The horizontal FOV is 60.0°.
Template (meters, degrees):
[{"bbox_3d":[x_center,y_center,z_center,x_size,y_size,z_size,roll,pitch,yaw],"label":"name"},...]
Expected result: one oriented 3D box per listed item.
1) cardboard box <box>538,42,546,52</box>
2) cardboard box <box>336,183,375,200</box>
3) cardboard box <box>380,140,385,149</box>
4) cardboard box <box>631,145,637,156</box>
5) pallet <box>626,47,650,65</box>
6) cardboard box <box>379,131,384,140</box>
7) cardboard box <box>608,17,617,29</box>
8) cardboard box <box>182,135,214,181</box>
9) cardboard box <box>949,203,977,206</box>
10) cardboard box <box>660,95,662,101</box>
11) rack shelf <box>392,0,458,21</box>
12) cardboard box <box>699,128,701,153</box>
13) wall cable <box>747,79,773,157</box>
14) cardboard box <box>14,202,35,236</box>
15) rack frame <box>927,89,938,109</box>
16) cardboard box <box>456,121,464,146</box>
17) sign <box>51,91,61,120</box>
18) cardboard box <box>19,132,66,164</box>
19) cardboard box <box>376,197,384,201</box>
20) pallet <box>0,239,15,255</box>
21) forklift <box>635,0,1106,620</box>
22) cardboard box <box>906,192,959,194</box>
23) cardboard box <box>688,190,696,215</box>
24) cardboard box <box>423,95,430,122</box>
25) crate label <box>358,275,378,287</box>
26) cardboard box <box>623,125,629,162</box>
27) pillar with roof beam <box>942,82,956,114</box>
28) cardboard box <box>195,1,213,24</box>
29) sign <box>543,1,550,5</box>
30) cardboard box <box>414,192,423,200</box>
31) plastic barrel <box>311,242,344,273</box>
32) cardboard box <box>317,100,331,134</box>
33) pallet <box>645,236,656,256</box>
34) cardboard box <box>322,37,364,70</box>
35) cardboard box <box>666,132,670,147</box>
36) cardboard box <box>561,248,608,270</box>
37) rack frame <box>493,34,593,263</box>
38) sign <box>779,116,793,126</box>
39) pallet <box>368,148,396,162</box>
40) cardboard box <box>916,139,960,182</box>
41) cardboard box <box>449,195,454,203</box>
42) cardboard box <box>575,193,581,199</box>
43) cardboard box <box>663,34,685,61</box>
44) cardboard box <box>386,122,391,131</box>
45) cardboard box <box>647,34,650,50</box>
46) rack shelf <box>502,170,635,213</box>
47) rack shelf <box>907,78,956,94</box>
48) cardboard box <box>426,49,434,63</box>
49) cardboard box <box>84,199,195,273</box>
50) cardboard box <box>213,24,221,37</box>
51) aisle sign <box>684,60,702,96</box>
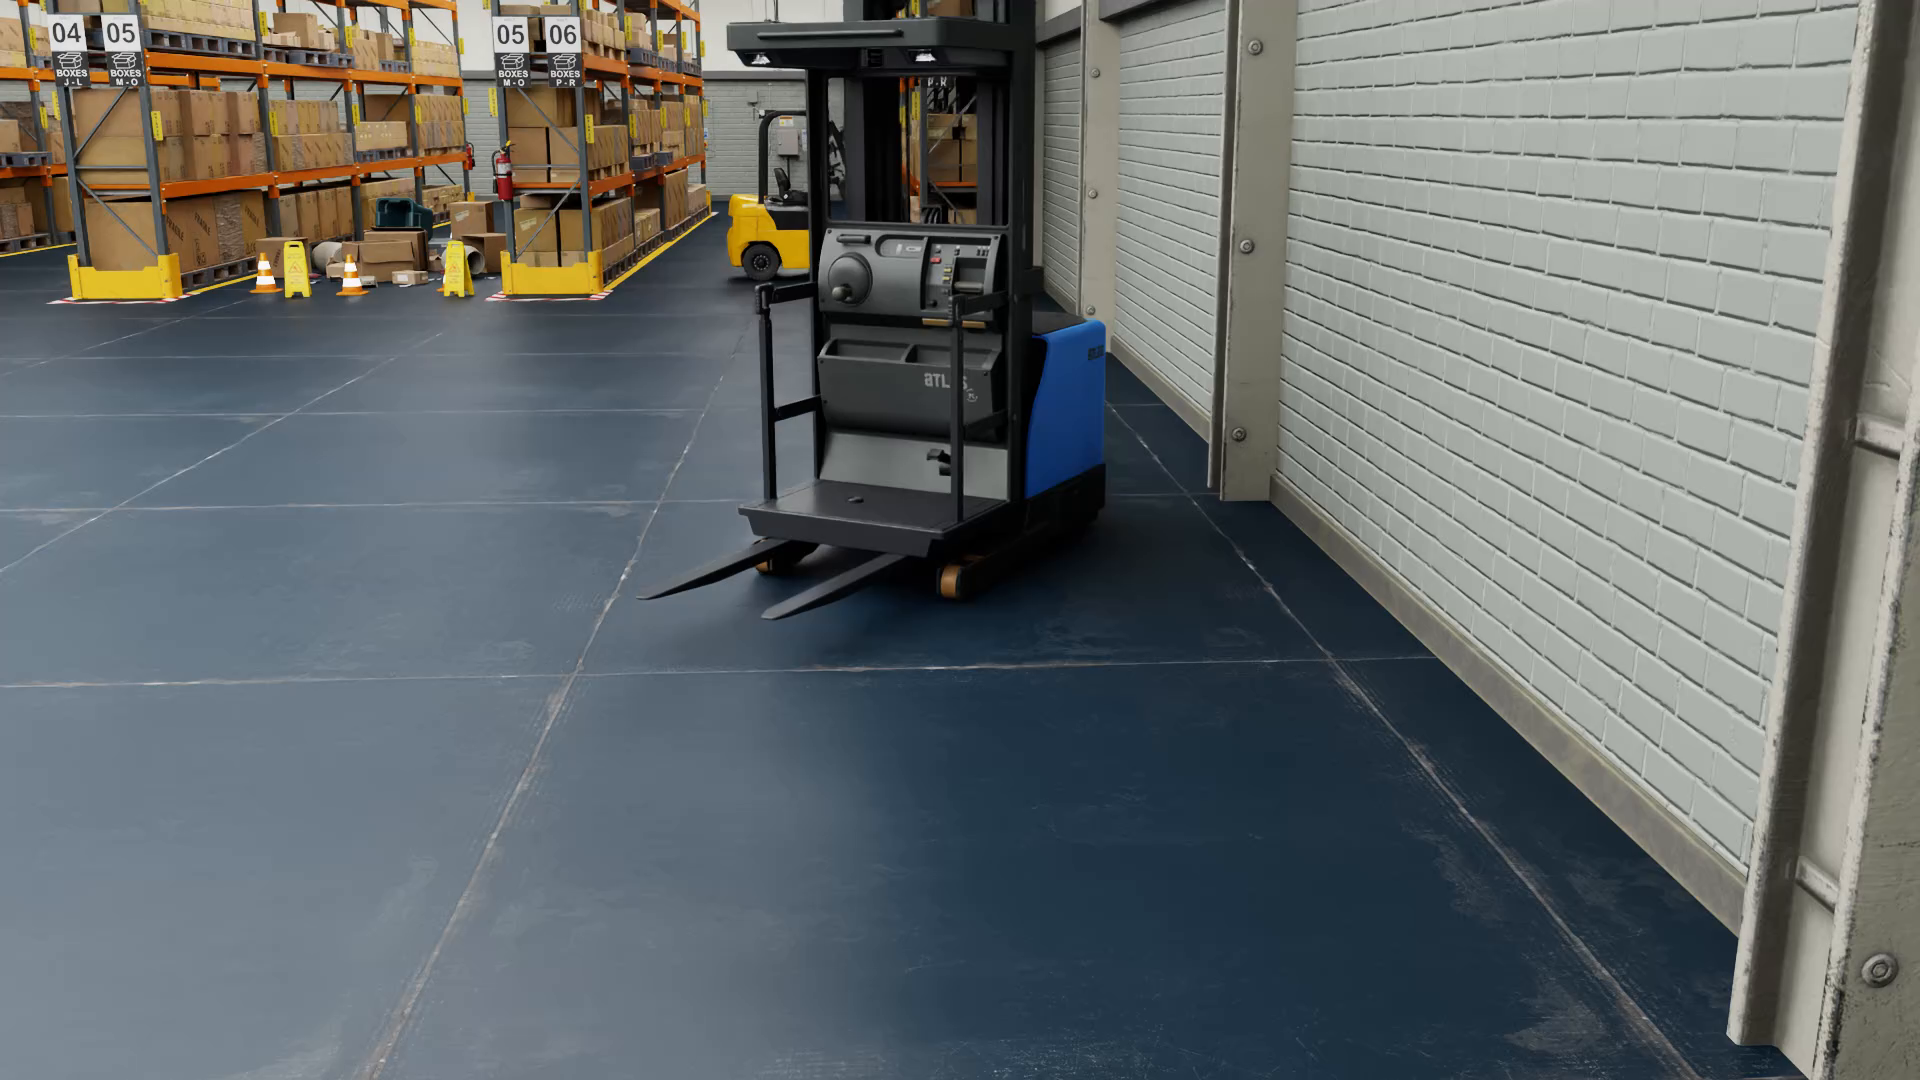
[{"bbox_3d":[-5.268,-5.987,20.261,0.380,0.149,0.250,0,14,-2],"label":"cardboard box"},{"bbox_3d":[-10.167,-5.863,27.963,0.500,0.250,0.500,-2,15,-6],"label":"cardboard box"},{"bbox_3d":[-10.291,-6.922,29.073,0.380,0.149,0.250,-1,14,-5],"label":"cardboard box"},{"bbox_3d":[-4.902,-5.663,24.176,0.380,0.149,0.250,-1,14,-3],"label":"cardboard box"},{"bbox_3d":[-5.115,-6.956,23.897,1.213,0.211,1.003,-1,14,-3],"label":"pallet"},{"bbox_3d":[-10.297,-7.068,29.042,0.380,0.149,0.250,0,14,-1],"label":"cardboard box"},{"bbox_3d":[-4.779,-6.888,22.163,0.380,0.149,0.250,0,14,-2],"label":"cardboard box"},{"bbox_3d":[-9.903,-4.784,20.800,0.875,0.550,0.550,-1,14,-3],"label":"cardboard box"},{"bbox_3d":[0.123,-4.249,21.688,0.500,0.250,0.500,-1,14,-4],"label":"cardboard box"},{"bbox_3d":[-5.930,-8.476,31.941,0.380,0.149,0.250,-1,14,-3],"label":"cardboard box"},{"bbox_3d":[-10.737,-10.379,32.258,1.077,0.370,4.000,-1,14,-3],"label":"rack shelf"},{"bbox_3d":[-5.617,-8.230,34.295,0.500,0.500,0.500,-1,14,-5],"label":"cardboard box"},{"bbox_3d":[-4.885,-10.342,40.662,0.588,1.984,0.122,-1,14,-3],"label":"wall cable"},{"bbox_3d":[-15.261,-5.117,26.526,0.700,0.500,0.500,-2,15,-6],"label":"cardboard box"},{"bbox_3d":[-0.973,-8.501,35.545,1.000,3.000,0.127,-1,14,-3],"label":"rack frame"},{"bbox_3d":[-10.577,-8.406,34.380,0.500,0.500,0.500,-1,14,-2],"label":"cardboard box"},{"bbox_3d":[-10.412,-5.013,19.190,0.100,0.325,0.005,-1,14,-3],"label":"sign"},{"bbox_3d":[-15.081,-6.454,27.390,0.500,0.500,0.500,0,14,-2],"label":"cardboard box"},{"bbox_3d":[-10.189,-5.629,28.560,0.500,0.500,0.500,-1,14,-3],"label":"cardboard box"},{"bbox_3d":[-15.203,-4.433,25.332,1.003,0.211,1.213,-1,14,-3],"label":"pallet"},{"bbox_3d":[-0.335,-1.271,7.585,1.130,2.935,3.031,7,16,26],"label":"forklift"},{"bbox_3d":[-0.452,-5.409,27.452,0.875,0.625,0.625,0,14,-2],"label":"cardboard box"},{"bbox_3d":[-5.611,-6.549,32.257,0.875,0.438,0.875,-1,14,-4],"label":"cardboard box"},{"bbox_3d":[-10.445,-8.248,31.759,0.500,0.500,0.500,-1,14,-5],"label":"cardboard box"},{"bbox_3d":[-7.447,-3.237,20.834,0.250,0.136,0.298,-9,17,-32],"label":"crate label"},{"bbox_3d":[-4.908,-5.524,23.180,0.500,0.500,0.500,-1,14,-5],"label":"cardboard box"},{"bbox_3d":[-4.537,-12.024,37.199,9.100,9.000,0.400,-1,14,-3],"label":"pillar with roof beam"},{"bbox_3d":[-9.738,-6.619,20.871,0.500,0.250,0.500,-1,14,-4],"label":"cardboard box"},{"bbox_3d":[-5.737,-7.323,23.120,0.100,0.325,0.005,-1,14,-3],"label":"sign"},{"bbox_3d":[-10.428,-6.526,31.557,0.380,0.149,0.250,0,14,-1],"label":"cardboard box"},{"bbox_3d":[-8.516,-3.831,22.566,0.512,0.421,0.421,10,18,35],"label":"plastic barrel"},{"bbox_3d":[-10.315,-6.627,26.056,0.700,0.500,0.500,-1,14,-4],"label":"cardboard box"},{"bbox_3d":[-5.312,-4.586,25.926,1.003,0.211,1.213,-1,14,-3],"label":"pallet"},{"bbox_3d":[-10.135,-7.979,27.298,0.500,0.500,0.500,-1,14,-3],"label":"cardboard box"},{"bbox_3d":[-5.247,-6.861,28.471,0.500,0.250,0.500,-1,14,-2],"label":"cardboard box"},{"bbox_3d":[-4.710,-3.520,20.864,0.500,0.250,0.500,-1,14,-4],"label":"cardboard box"},{"bbox_3d":[-4.936,-4.444,19.778,1.000,3.000,0.127,-1,14,-3],"label":"rack frame"},{"bbox_3d":[-4.262,-10.272,40.771,0.339,0.242,0.001,-1,14,-3],"label":"sign"},{"bbox_3d":[-10.529,-6.731,29.051,1.003,0.211,1.213,-1,14,-3],"label":"pallet"},{"bbox_3d":[-0.274,-4.688,20.527,0.500,0.500,0.500,-1,14,-5],"label":"cardboard box"},{"bbox_3d":[-10.465,-6.904,33.620,0.380,0.149,0.250,-1,14,-3],"label":"cardboard box"},{"bbox_3d":[-5.469,-4.805,23.049,0.380,0.149,0.250,-1,14,-3],"label":"cardboard box"},{"bbox_3d":[-5.506,-9.331,31.507,0.500,0.500,0.500,-1,14,-2],"label":"cardboard box"},{"bbox_3d":[-10.334,-7.342,29.510,0.380,0.149,0.250,-1,14,-5],"label":"cardboard box"},{"bbox_3d":[-4.905,-7.425,24.801,0.500,0.250,0.500,-1,14,-4],"label":"cardboard box"},{"bbox_3d":[-5.060,-4.593,21.801,1.077,0.370,4.000,-1,14,-3],"label":"rack shelf"},{"bbox_3d":[-0.601,-8.113,29.461,1.077,0.370,4.000,-1,14,-3],"label":"rack shelf"},{"bbox_3d":[-10.447,-9.322,32.014,0.500,0.250,0.500,-1,14,-2],"label":"cardboard box"},{"bbox_3d":[-9.978,-3.684,20.247,0.875,0.875,0.875,-1,14,-3],"label":"cardboard box"},{"bbox_3d":[-9.695,-6.517,21.278,0.380,0.149,0.250,-1,14,-4],"label":"cardboard box"},{"bbox_3d":[-5.622,-9.705,35.008,0.394,0.787,0.004,-1,14,-3],"label":"aisle sign"}]
